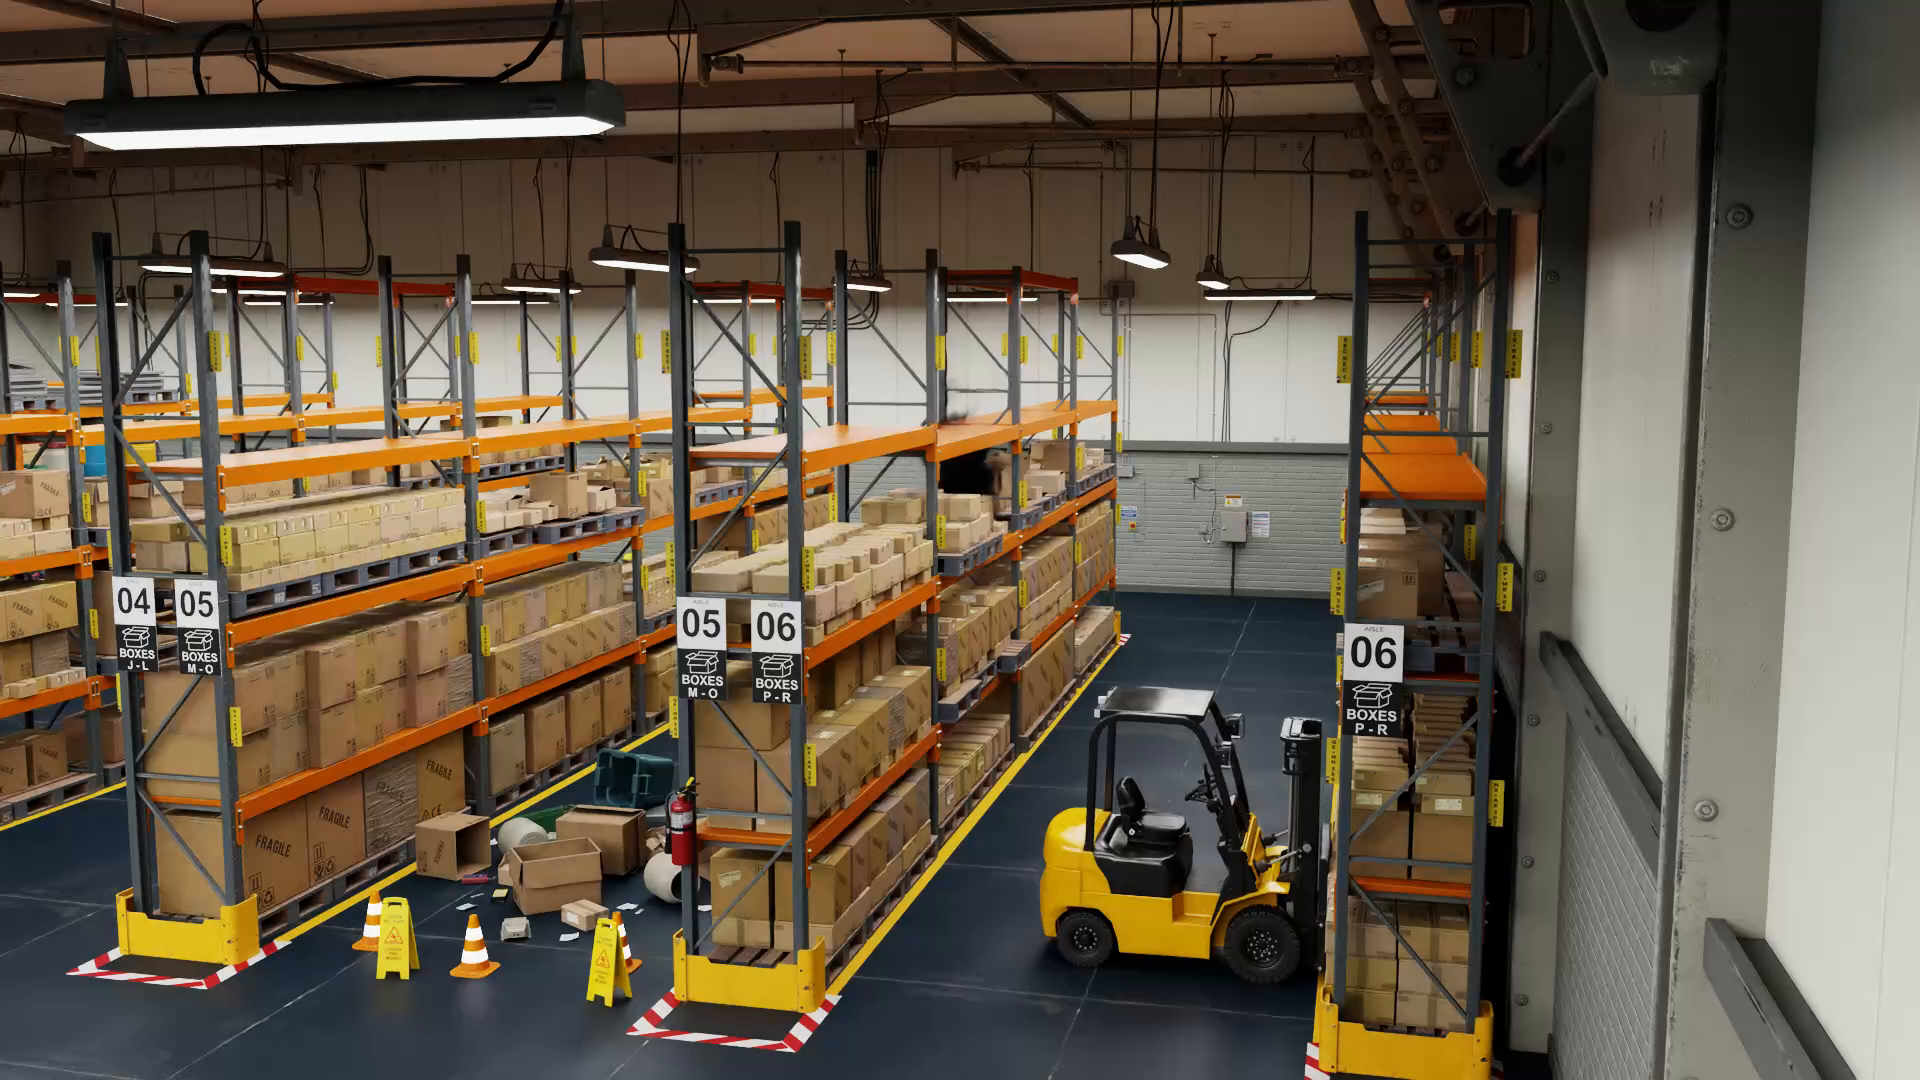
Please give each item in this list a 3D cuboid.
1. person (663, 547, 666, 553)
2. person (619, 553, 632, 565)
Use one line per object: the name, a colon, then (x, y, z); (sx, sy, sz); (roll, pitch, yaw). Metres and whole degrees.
person: (-4.917, 0.931, 28.074); (0.635, 1.677, 0.925); (3, 7, 20)
person: (-5.285, 1.076, 26.577); (0.708, 1.723, 0.517); (3, 8, 22)
